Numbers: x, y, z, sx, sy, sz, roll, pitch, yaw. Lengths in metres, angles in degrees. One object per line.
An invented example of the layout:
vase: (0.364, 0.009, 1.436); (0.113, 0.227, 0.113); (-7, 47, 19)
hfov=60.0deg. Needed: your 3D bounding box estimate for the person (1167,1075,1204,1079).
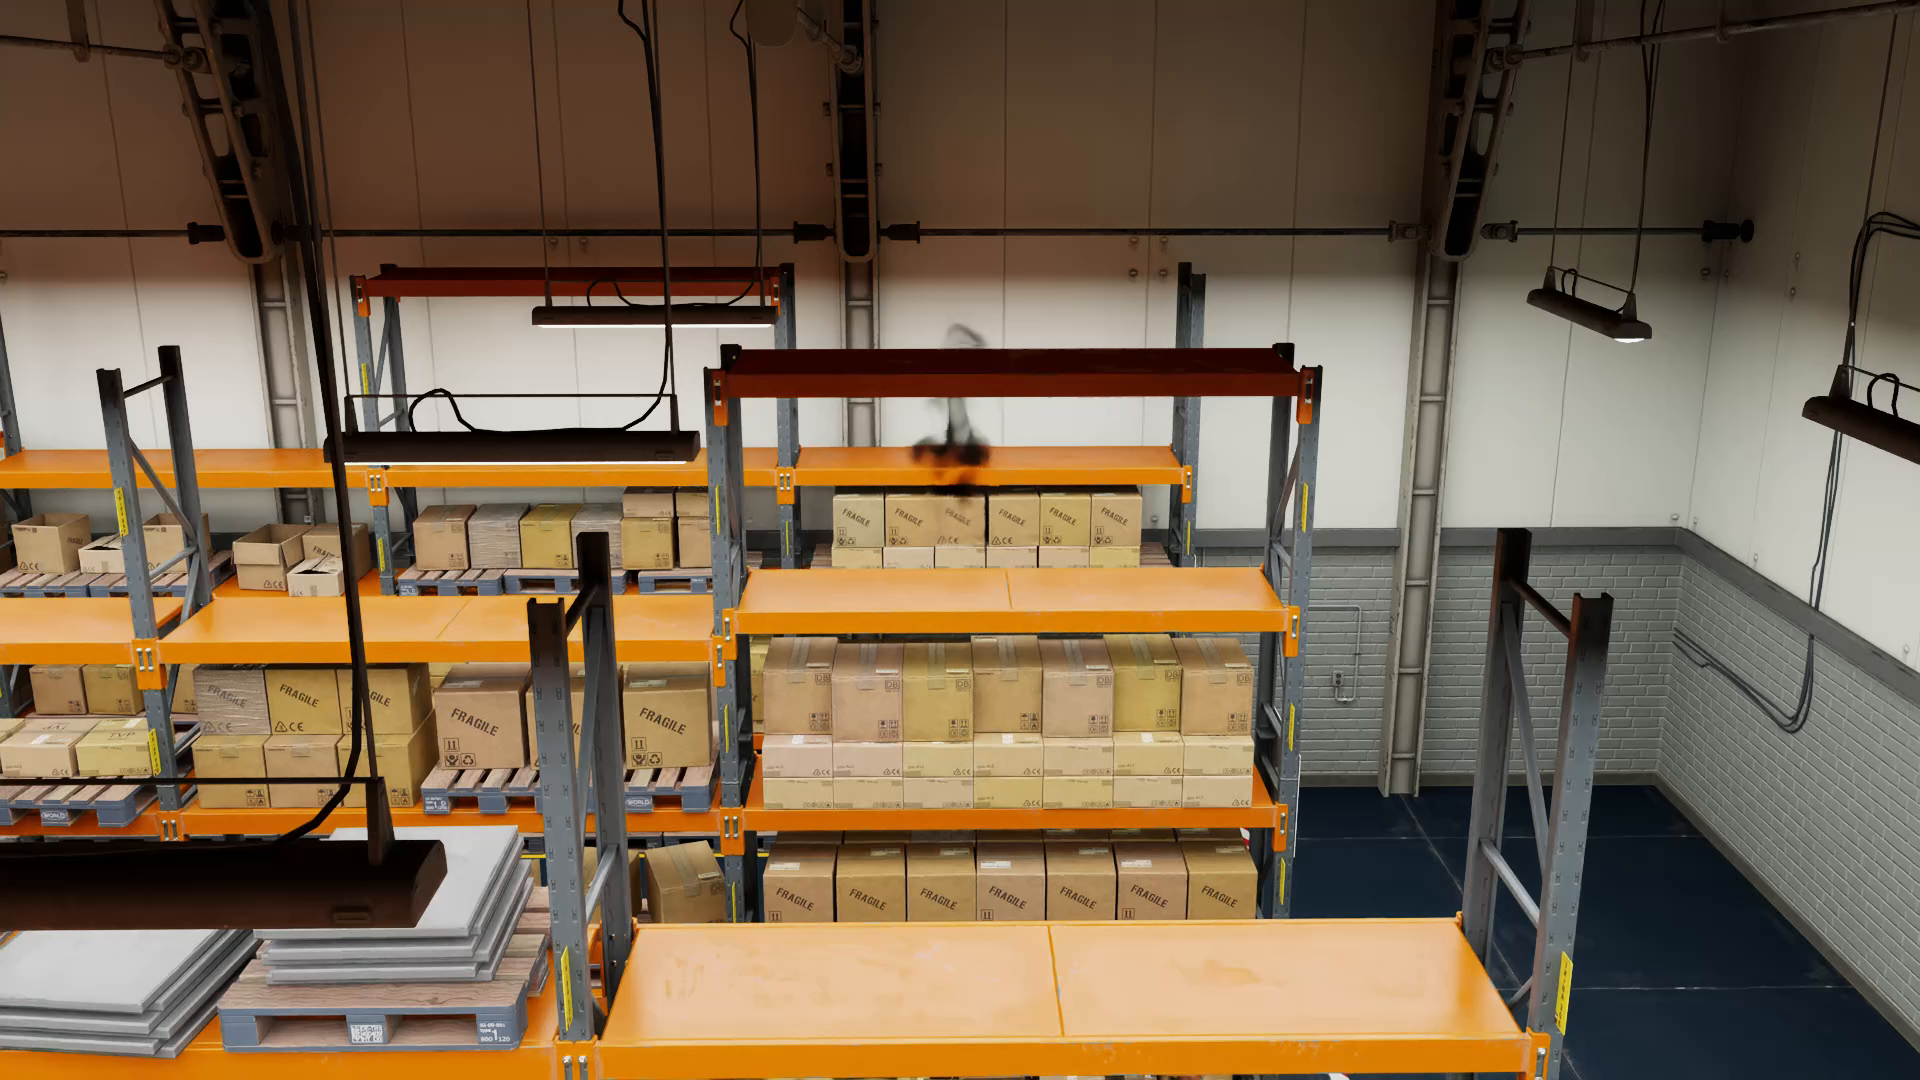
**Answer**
person: (1.576, 4.147, 11.203); (0.874, 1.752, 0.687); (-7, 17, -22)
